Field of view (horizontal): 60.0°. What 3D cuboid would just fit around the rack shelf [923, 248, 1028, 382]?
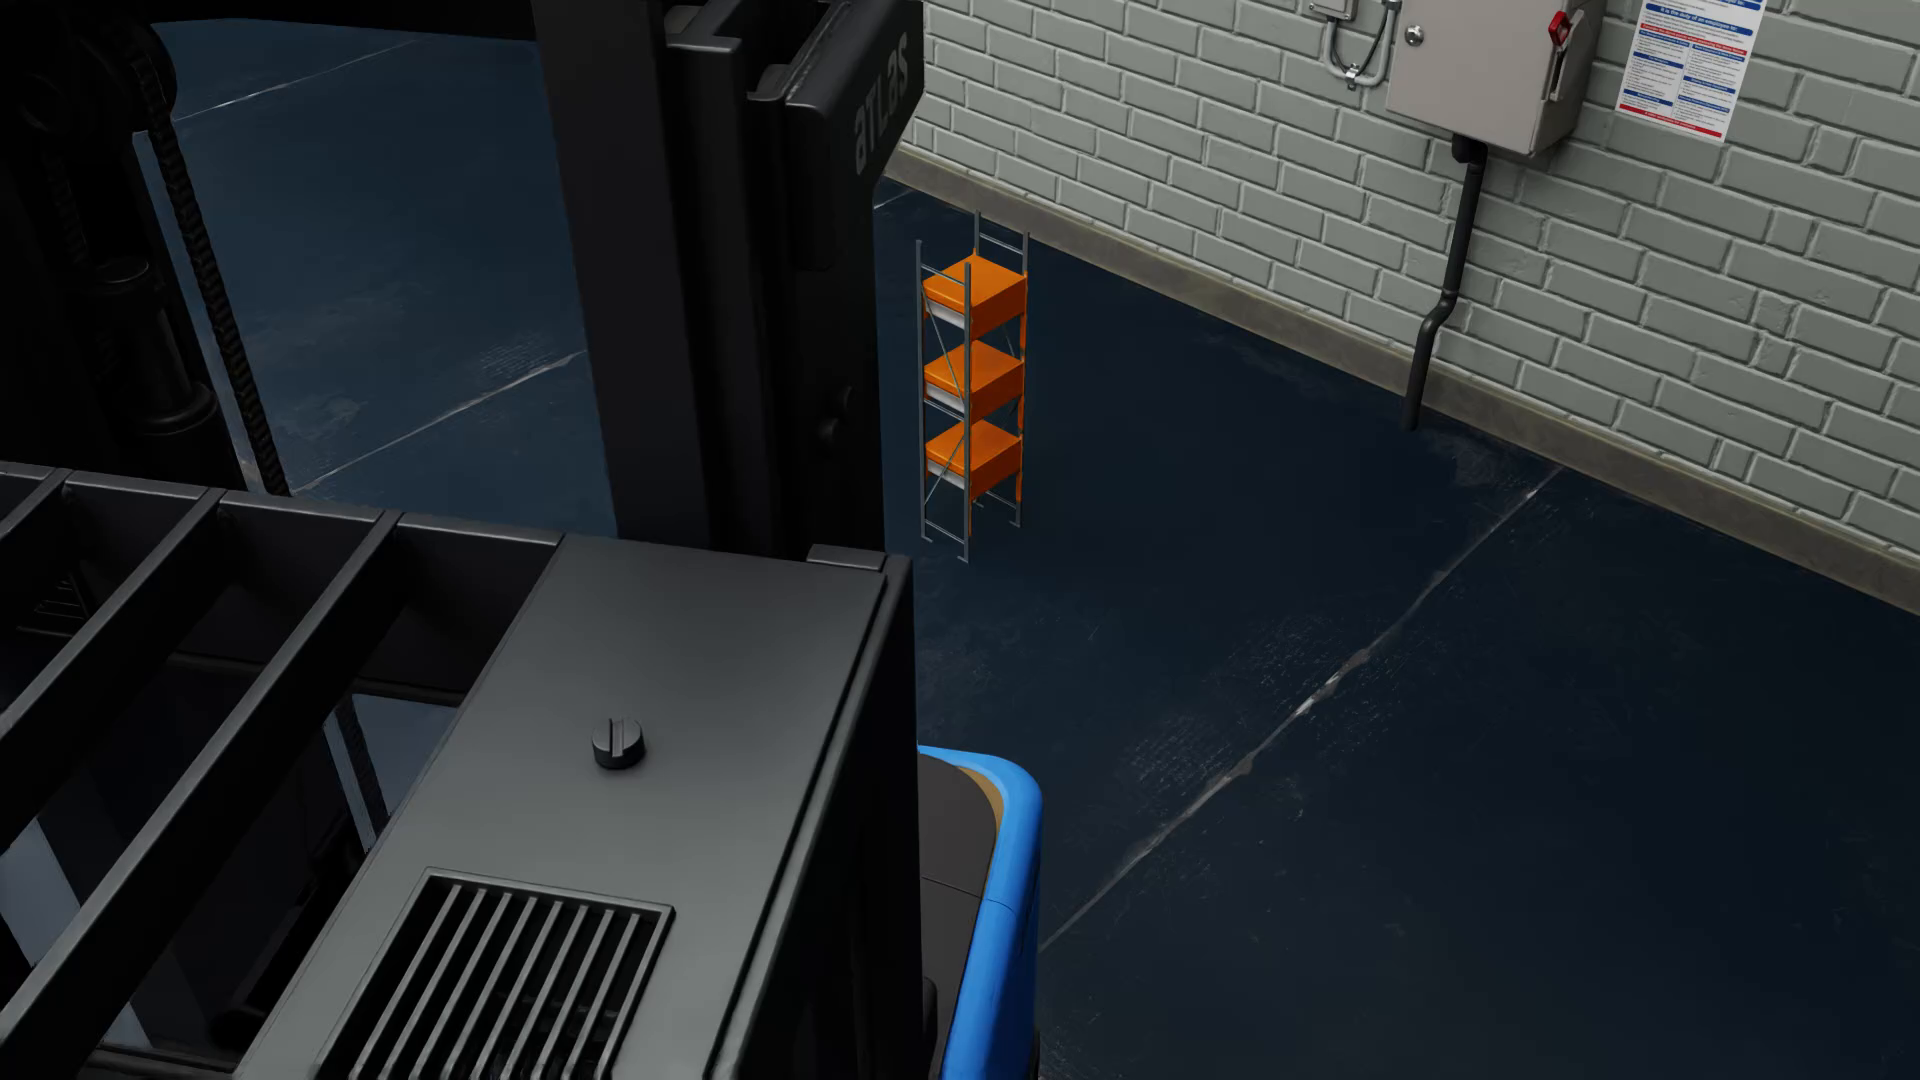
[{"bbox_3d":[0.036,-0.649,4.784,0.215,0.259,0.240,30,47,32],"label":"rack shelf"}]

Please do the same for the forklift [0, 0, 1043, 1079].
[{"bbox_3d":[-0.625,0.936,1.718,1.130,2.935,3.031,7,39,9],"label":"forklift"}]

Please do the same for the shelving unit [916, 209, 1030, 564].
[{"bbox_3d":[0.036,-0.436,4.954,0.215,1.050,0.252,30,47,32],"label":"shelving unit"}]

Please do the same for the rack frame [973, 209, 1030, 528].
[{"bbox_3d":[0.118,-0.492,5.025,0.200,1.050,0.008,30,47,32],"label":"rack frame"}]

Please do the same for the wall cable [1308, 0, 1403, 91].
[{"bbox_3d":[1.151,-2.299,4.915,0.588,1.984,0.122,30,47,32],"label":"wall cable"}]

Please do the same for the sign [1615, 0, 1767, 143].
[{"bbox_3d":[2.053,-1.393,4.668,0.329,0.494,0.001,30,47,32],"label":"sign"}]

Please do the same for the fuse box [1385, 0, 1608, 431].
[{"bbox_3d":[1.549,-1.038,5.181,0.539,1.711,0.414,30,47,32],"label":"fuse box"}]

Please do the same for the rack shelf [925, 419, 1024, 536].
[{"bbox_3d":[0.036,-0.210,5.134,0.215,0.259,0.240,30,47,32],"label":"rack shelf"}]

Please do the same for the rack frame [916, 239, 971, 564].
[{"bbox_3d":[-0.046,-0.379,4.884,0.200,1.050,0.008,30,47,32],"label":"rack frame"}]

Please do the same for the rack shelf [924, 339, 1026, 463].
[{"bbox_3d":[0.036,-0.427,4.961,0.215,0.259,0.240,30,47,32],"label":"rack shelf"}]
